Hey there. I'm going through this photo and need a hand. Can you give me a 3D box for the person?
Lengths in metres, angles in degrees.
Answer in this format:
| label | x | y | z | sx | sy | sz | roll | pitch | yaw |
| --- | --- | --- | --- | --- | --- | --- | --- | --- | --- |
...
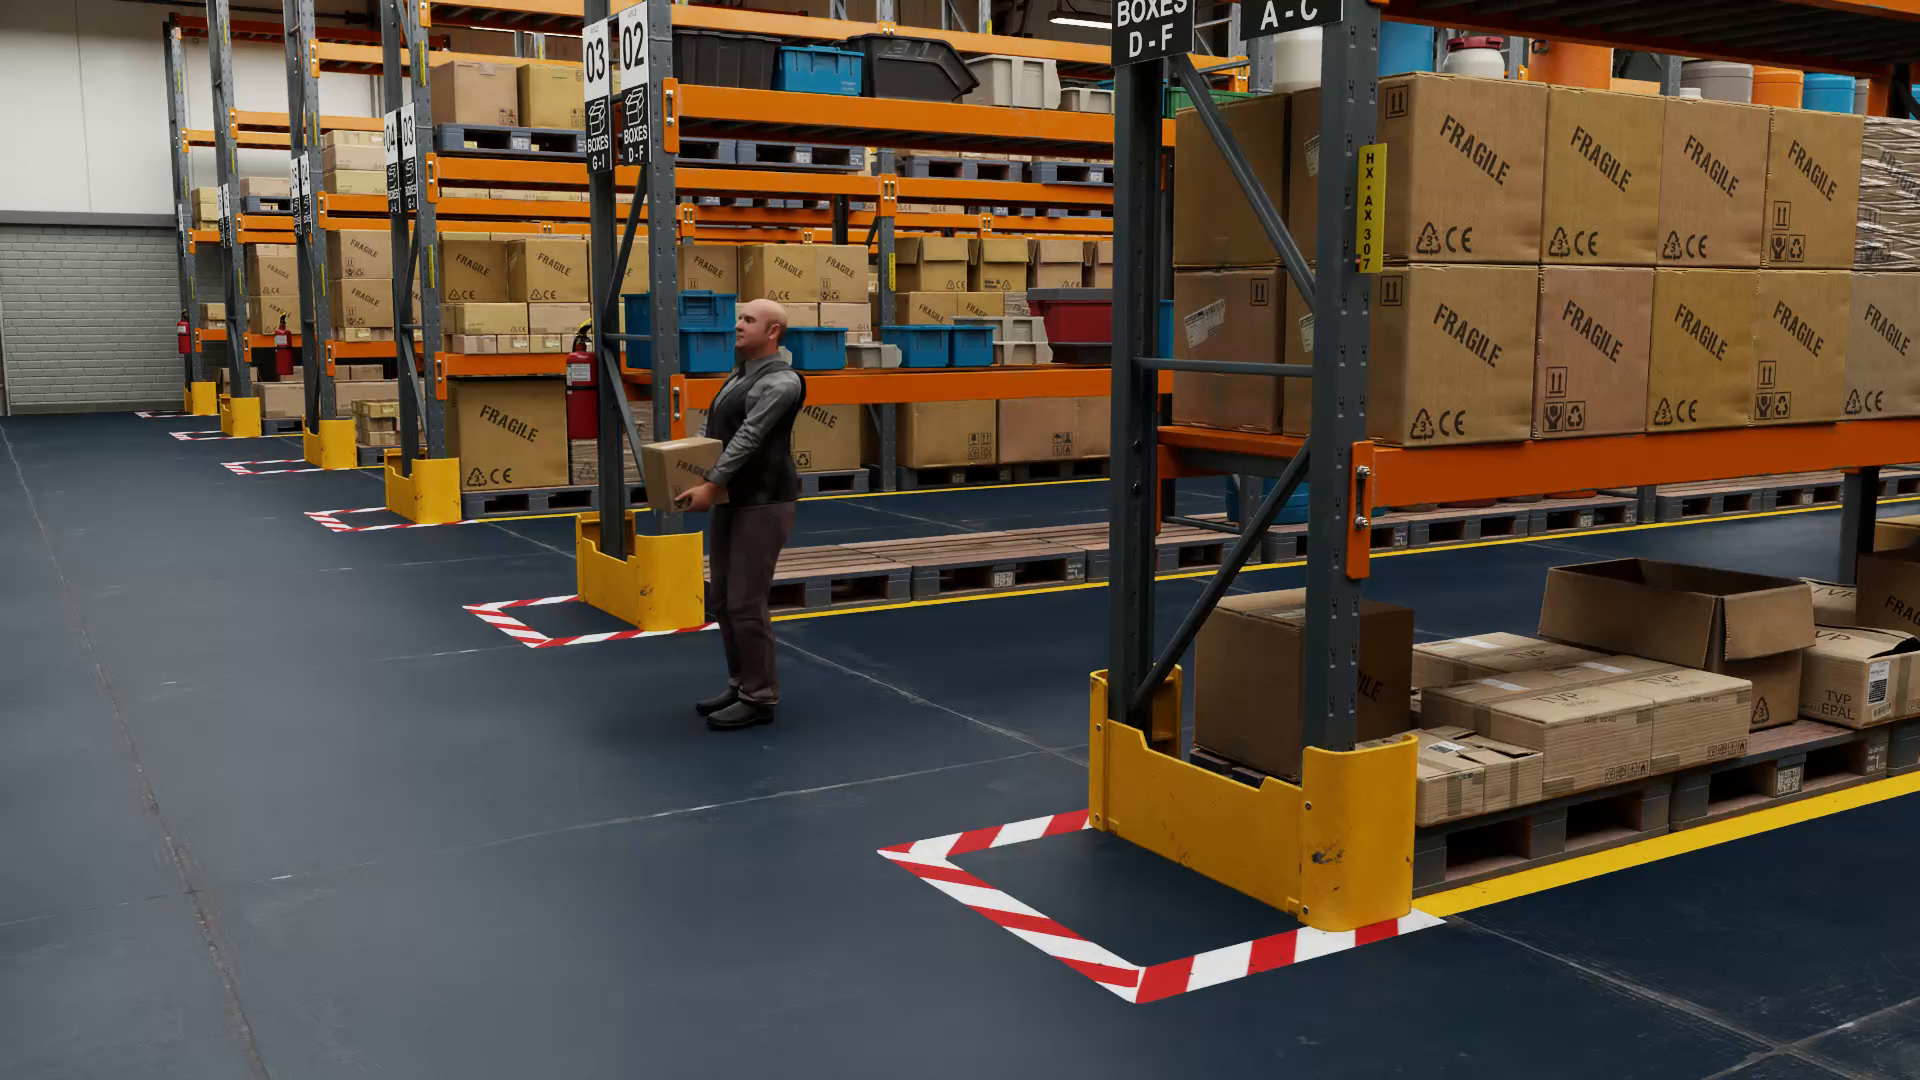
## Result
| label | x | y | z | sx | sy | sz | roll | pitch | yaw |
| --- | --- | --- | --- | --- | --- | --- | --- | --- | --- |
| person | -0.927 | -0.109 | 6.712 | 0.560 | 1.711 | 0.494 | -5 | 9 | -31 |
